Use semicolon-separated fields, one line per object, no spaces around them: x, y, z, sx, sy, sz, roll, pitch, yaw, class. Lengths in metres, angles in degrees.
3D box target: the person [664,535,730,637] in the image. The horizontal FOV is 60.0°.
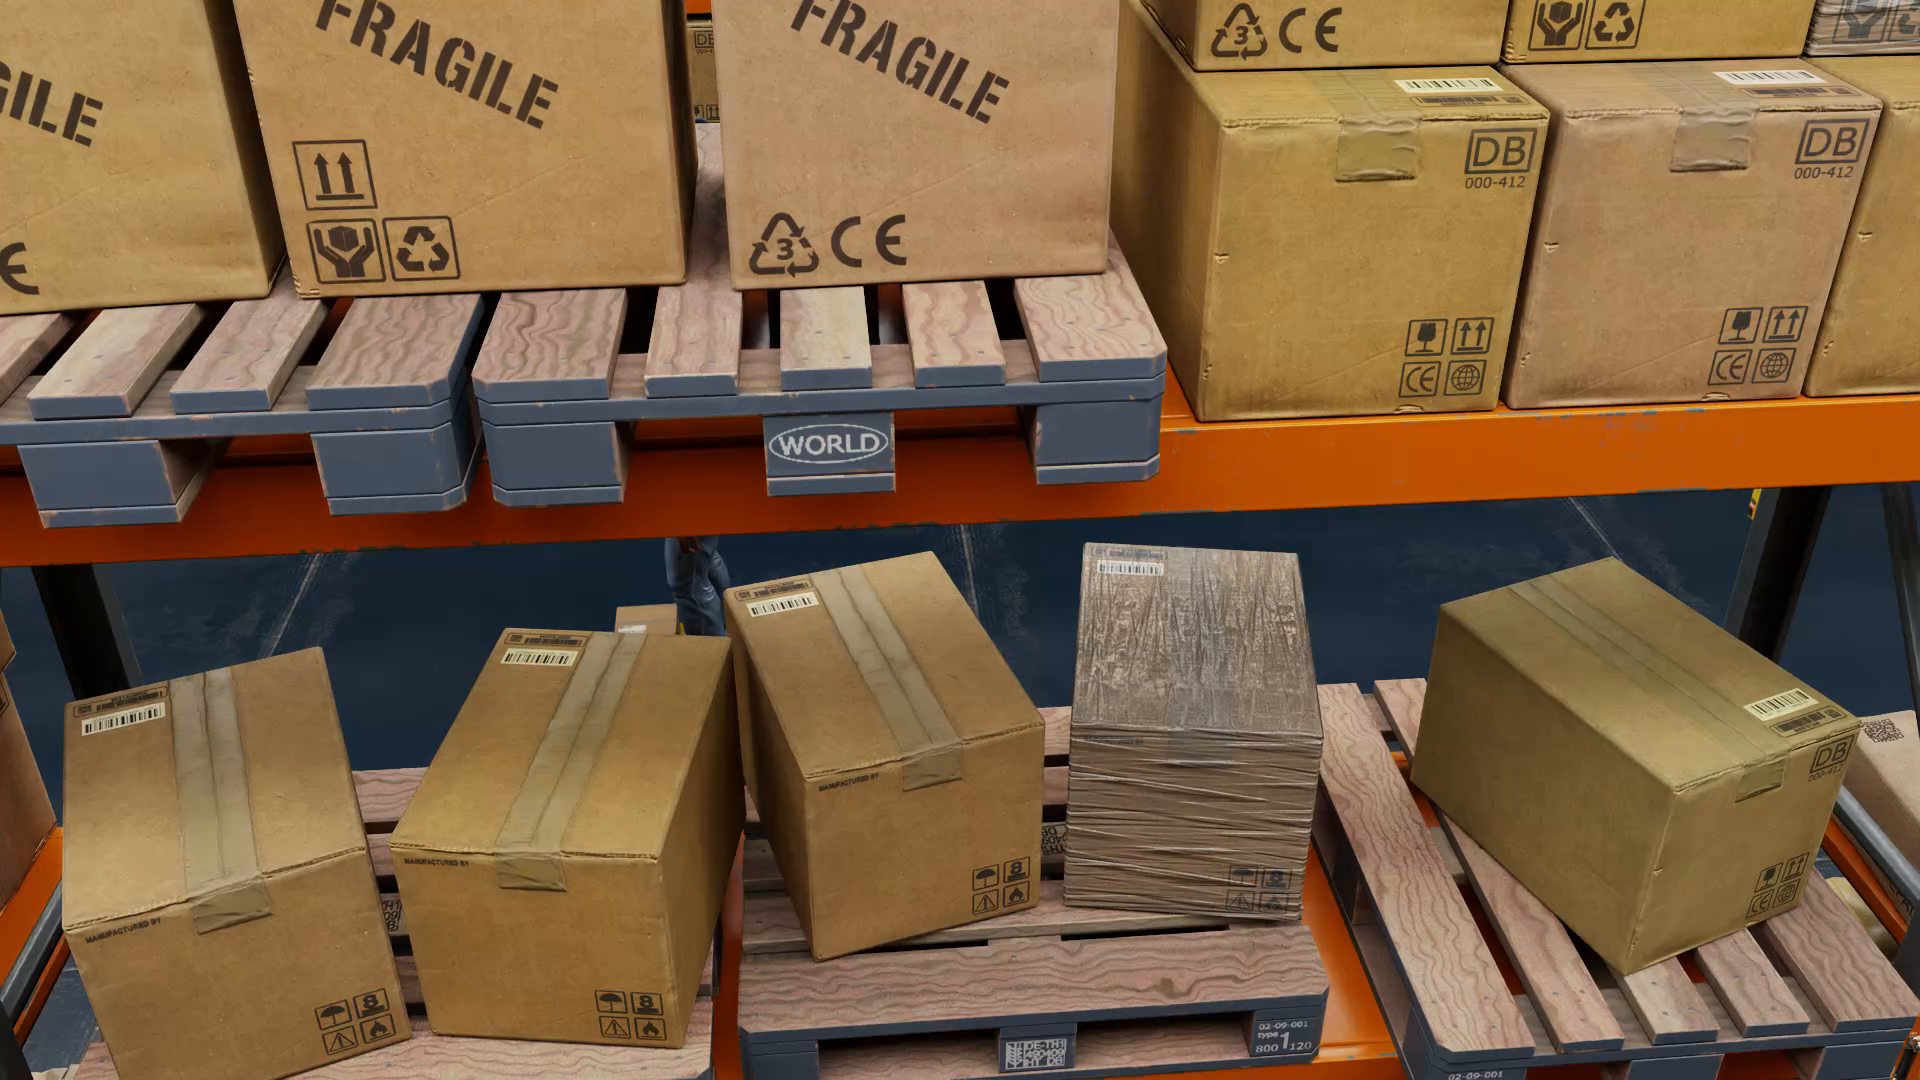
-1.056;-0.221;6.490;0.462;1.755;0.623;-4;31;-7;person
